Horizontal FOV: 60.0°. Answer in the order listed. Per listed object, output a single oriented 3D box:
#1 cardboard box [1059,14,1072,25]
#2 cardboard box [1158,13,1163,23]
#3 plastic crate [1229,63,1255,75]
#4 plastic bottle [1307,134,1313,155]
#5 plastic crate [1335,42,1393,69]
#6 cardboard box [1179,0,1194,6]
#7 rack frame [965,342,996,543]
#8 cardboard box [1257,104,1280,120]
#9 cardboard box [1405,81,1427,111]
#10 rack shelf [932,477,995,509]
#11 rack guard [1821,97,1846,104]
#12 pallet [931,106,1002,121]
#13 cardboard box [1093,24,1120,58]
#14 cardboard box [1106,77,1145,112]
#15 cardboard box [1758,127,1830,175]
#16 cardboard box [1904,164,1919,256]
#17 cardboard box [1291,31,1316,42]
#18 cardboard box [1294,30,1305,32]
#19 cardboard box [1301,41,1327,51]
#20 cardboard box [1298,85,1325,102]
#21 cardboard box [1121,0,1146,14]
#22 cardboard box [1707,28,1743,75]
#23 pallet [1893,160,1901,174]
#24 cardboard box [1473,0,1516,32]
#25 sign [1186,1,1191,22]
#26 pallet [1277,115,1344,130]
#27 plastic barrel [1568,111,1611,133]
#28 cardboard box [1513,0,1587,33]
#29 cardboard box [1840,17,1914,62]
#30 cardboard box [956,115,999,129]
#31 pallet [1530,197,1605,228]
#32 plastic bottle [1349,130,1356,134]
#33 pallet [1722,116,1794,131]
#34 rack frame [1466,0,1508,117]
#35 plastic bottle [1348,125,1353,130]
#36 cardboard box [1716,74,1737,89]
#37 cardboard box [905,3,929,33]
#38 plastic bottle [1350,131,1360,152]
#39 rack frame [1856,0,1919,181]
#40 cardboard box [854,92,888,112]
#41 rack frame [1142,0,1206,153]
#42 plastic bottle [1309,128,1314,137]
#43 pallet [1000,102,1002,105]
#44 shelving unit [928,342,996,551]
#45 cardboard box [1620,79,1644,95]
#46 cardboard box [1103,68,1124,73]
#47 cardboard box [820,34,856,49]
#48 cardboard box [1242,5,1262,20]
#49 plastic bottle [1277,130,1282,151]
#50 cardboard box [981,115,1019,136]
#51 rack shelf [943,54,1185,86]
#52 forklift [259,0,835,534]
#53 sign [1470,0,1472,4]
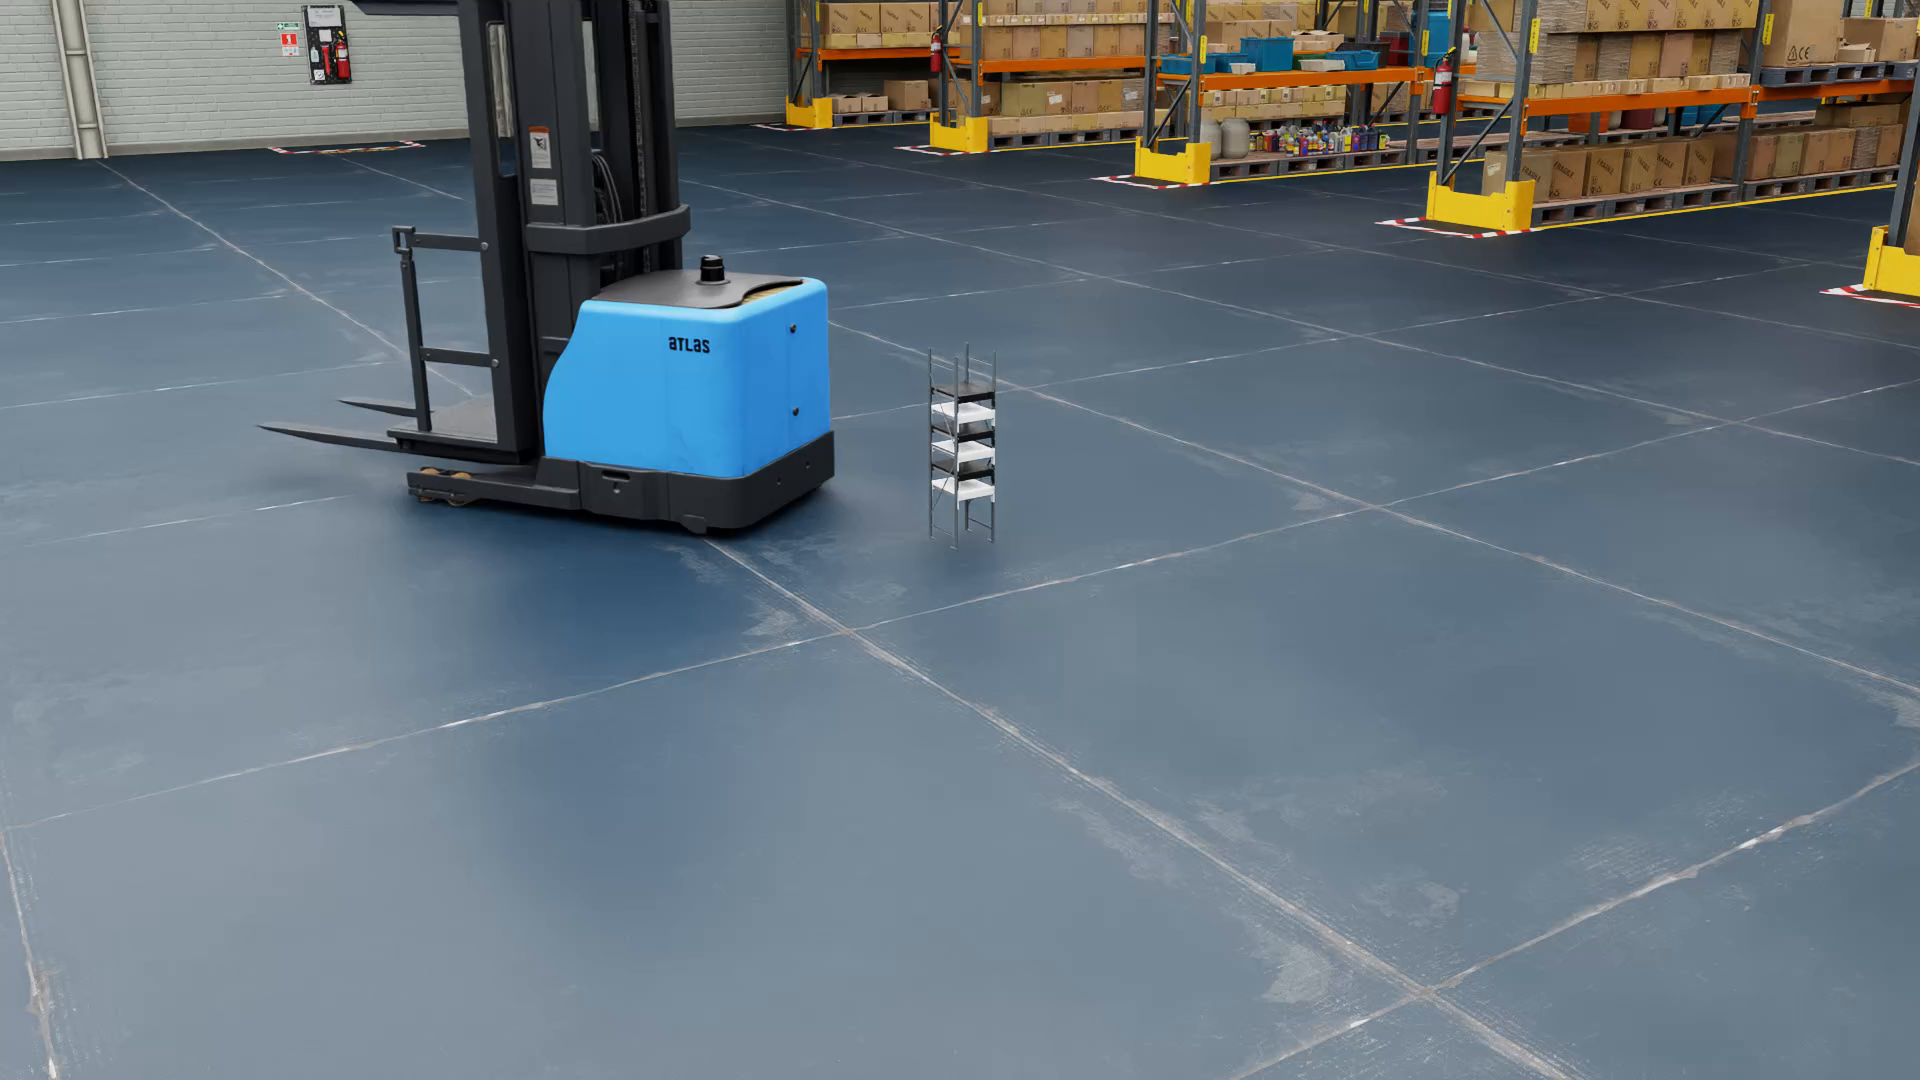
[{"bbox_3d":[1.516,-8.020,25.614,0.250,0.149,0.380,-12,22,-32],"label":"cardboard box"},{"bbox_3d":[3.020,-8.337,26.553,0.250,0.149,0.380,-12,22,-33],"label":"cardboard box"},{"bbox_3d":[3.641,-6.047,21.361,0.250,0.136,0.298,-12,22,-31],"label":"plastic crate"},{"bbox_3d":[4.689,-5.313,22.350,0.097,0.271,0.097,0,19,0],"label":"plastic bottle"},{"bbox_3d":[5.550,-6.718,23.029,0.504,0.338,0.767,-12,22,-31],"label":"plastic crate"},{"bbox_3d":[4.495,-10.729,32.974,0.500,0.250,0.500,-11,22,-30],"label":"cardboard box"},{"bbox_3d":[0.092,-0.446,7.658,0.006,0.900,0.240,-12,22,-31],"label":"rack frame"},{"bbox_3d":[5.094,-7.303,28.301,0.500,0.250,0.500,-11,22,-30],"label":"cardboard box"},{"bbox_3d":[8.070,-8.044,30.071,0.500,0.500,0.500,-12,22,-32],"label":"cardboard box"},{"bbox_3d":[0.007,-0.226,7.673,0.200,0.077,0.258,-12,22,-31],"label":"rack shelf"},{"bbox_3d":[16.093,-7.742,29.866,0.348,0.500,1.175,-12,22,-31],"label":"rack guard"},{"bbox_3d":[0.067,-8.006,31.098,1.213,0.211,1.003,-12,22,-31],"label":"pallet"},{"bbox_3d":[2.111,-7.916,26.321,0.500,0.500,0.700,-12,22,-31],"label":"cardboard box"},{"bbox_3d":[2.645,-7.157,26.699,0.500,0.500,0.500,-12,22,-31],"label":"cardboard box"},{"bbox_3d":[10.182,-4.785,20.430,0.500,0.500,0.700,-14,23,-36],"label":"cardboard box"},{"bbox_3d":[8.614,-2.761,13.890,0.875,0.875,0.875,-12,22,-31],"label":"cardboard box"},{"bbox_3d":[5.824,-8.687,28.897,0.500,0.311,0.500,-12,22,-32],"label":"cardboard box"},{"bbox_3d":[6.966,-10.569,34.684,0.250,0.149,0.380,-11,22,-30],"label":"cardboard box"},{"bbox_3d":[6.078,-8.484,28.549,0.250,0.149,0.380,-12,22,-31],"label":"cardboard box"},{"bbox_3d":[5.945,-7.746,28.735,0.500,0.311,0.500,-12,22,-32],"label":"cardboard box"},{"bbox_3d":[2.548,-8.624,26.387,0.500,0.500,0.700,-12,22,-32],"label":"cardboard box"},{"bbox_3d":[8.372,-5.606,19.023,0.500,0.500,0.875,-12,22,-31],"label":"cardboard box"},{"bbox_3d":[12.822,-4.983,22.154,1.213,0.211,1.003,-12,22,-31],"label":"pallet"},{"bbox_3d":[5.764,-5.601,17.446,0.500,0.500,0.500,-12,22,-31],"label":"cardboard box"},{"bbox_3d":[3.643,-8.430,26.522,0.005,0.325,0.100,-12,22,-31],"label":"sign"},{"bbox_3d":[5.968,-7.380,29.244,1.213,0.211,1.003,-12,22,-31],"label":"pallet"},{"bbox_3d":[9.798,-6.771,25.823,0.708,0.830,0.600,-12,22,-31],"label":"plastic barrel"},{"bbox_3d":[6.050,-5.462,17.035,0.500,0.500,0.500,-12,22,-31],"label":"cardboard box"},{"bbox_3d":[11.282,-6.200,20.590,0.500,0.500,0.700,-8,20,-23],"label":"cardboard box"},{"bbox_3d":[0.281,-6.496,25.914,0.500,0.250,0.500,-12,22,-31],"label":"cardboard box"},{"bbox_3d":[6.202,-3.602,18.069,1.213,0.211,1.003,-12,22,-31],"label":"pallet"},{"bbox_3d":[5.416,-5.534,22.997,0.135,0.276,0.152,-12,22,-31],"label":"plastic bottle"},{"bbox_3d":[13.332,-7.033,28.219,1.213,0.211,1.003,-12,22,-31],"label":"pallet"},{"bbox_3d":[10.018,-9.540,31.280,0.127,3.000,1.000,-12,22,-31],"label":"rack frame"},{"bbox_3d":[5.550,-5.782,23.738,0.097,0.271,0.097,0,19,0],"label":"plastic bottle"},{"bbox_3d":[8.550,-5.203,18.845,0.250,0.149,0.380,-12,22,-31],"label":"cardboard box"},{"bbox_3d":[-0.890,-9.316,29.649,0.500,0.500,0.500,-11,22,-30],"label":"cardboard box"},{"bbox_3d":[5.405,-5.463,22.774,0.133,0.283,0.061,-10,21,-28],"label":"plastic bottle"},{"bbox_3d":[12.122,-6.185,21.356,0.127,3.000,1.000,-12,22,-31],"label":"rack frame"},{"bbox_3d":[-1.628,-7.883,29.891,0.500,0.311,0.500,-10,21,-27],"label":"cardboard box"},{"bbox_3d":[2.717,-6.101,21.107,0.127,3.000,1.000,-12,22,-31],"label":"rack frame"},{"bbox_3d":[4.895,-5.621,23.260,0.097,0.271,0.097,0,19,0],"label":"plastic bottle"},{"bbox_3d":[1.258,-8.272,31.882,1.213,0.211,1.003,-12,22,-31],"label":"pallet"},{"bbox_3d":[0.007,-0.428,7.605,0.210,0.900,0.258,-12,22,-31],"label":"shelving unit"},{"bbox_3d":[7.116,-4.882,17.893,0.250,0.149,0.380,-12,22,-31],"label":"cardboard box"},{"bbox_3d":[2.866,-9.315,32.659,0.500,0.250,0.500,-11,22,-30],"label":"cardboard box"},{"bbox_3d":[-2.150,-8.690,28.969,0.500,0.250,0.500,-13,22,-33],"label":"cardboard box"},{"bbox_3d":[5.784,-10.645,33.897,0.500,0.500,0.500,-11,22,-30],"label":"cardboard box"},{"bbox_3d":[4.351,-5.521,22.958,0.135,0.276,0.152,-13,22,-33],"label":"plastic bottle"},{"bbox_3d":[0.566,-6.358,25.504,0.500,0.250,0.500,-12,22,-31],"label":"cardboard box"},{"bbox_3d":[1.666,-7.438,26.185,4.000,0.370,1.077,-12,22,-31],"label":"rack shelf"},{"bbox_3d":[-2.208,-1.701,8.199,3.031,2.935,1.130,7,20,21],"label":"forklift"},{"bbox_3d":[9.713,-10.094,31.566,0.005,0.325,0.100,-12,22,-31],"label":"sign"}]
